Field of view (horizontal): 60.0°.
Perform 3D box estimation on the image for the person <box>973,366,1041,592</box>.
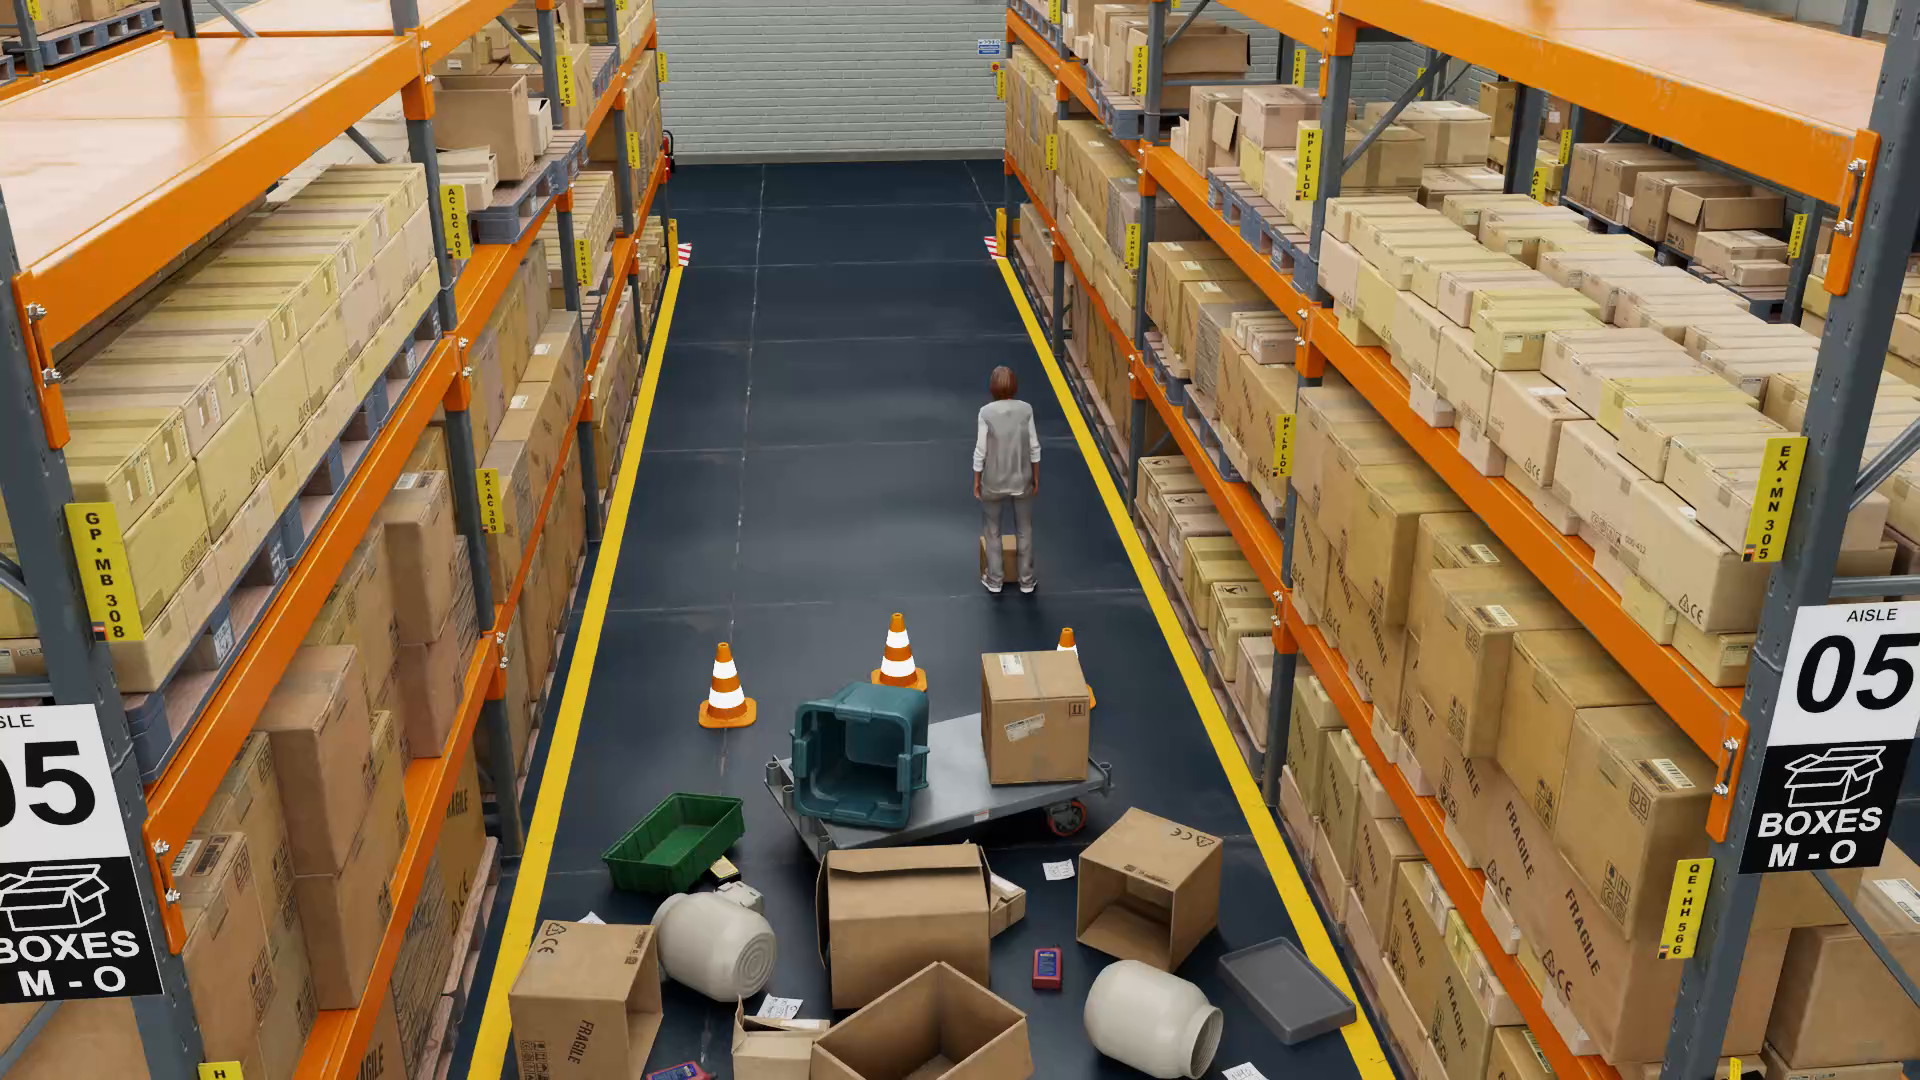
[{"bbox_3d":[0.312,-0.390,11.180,0.470,1.592,0.377,-3,24,-7],"label":"person"}]
